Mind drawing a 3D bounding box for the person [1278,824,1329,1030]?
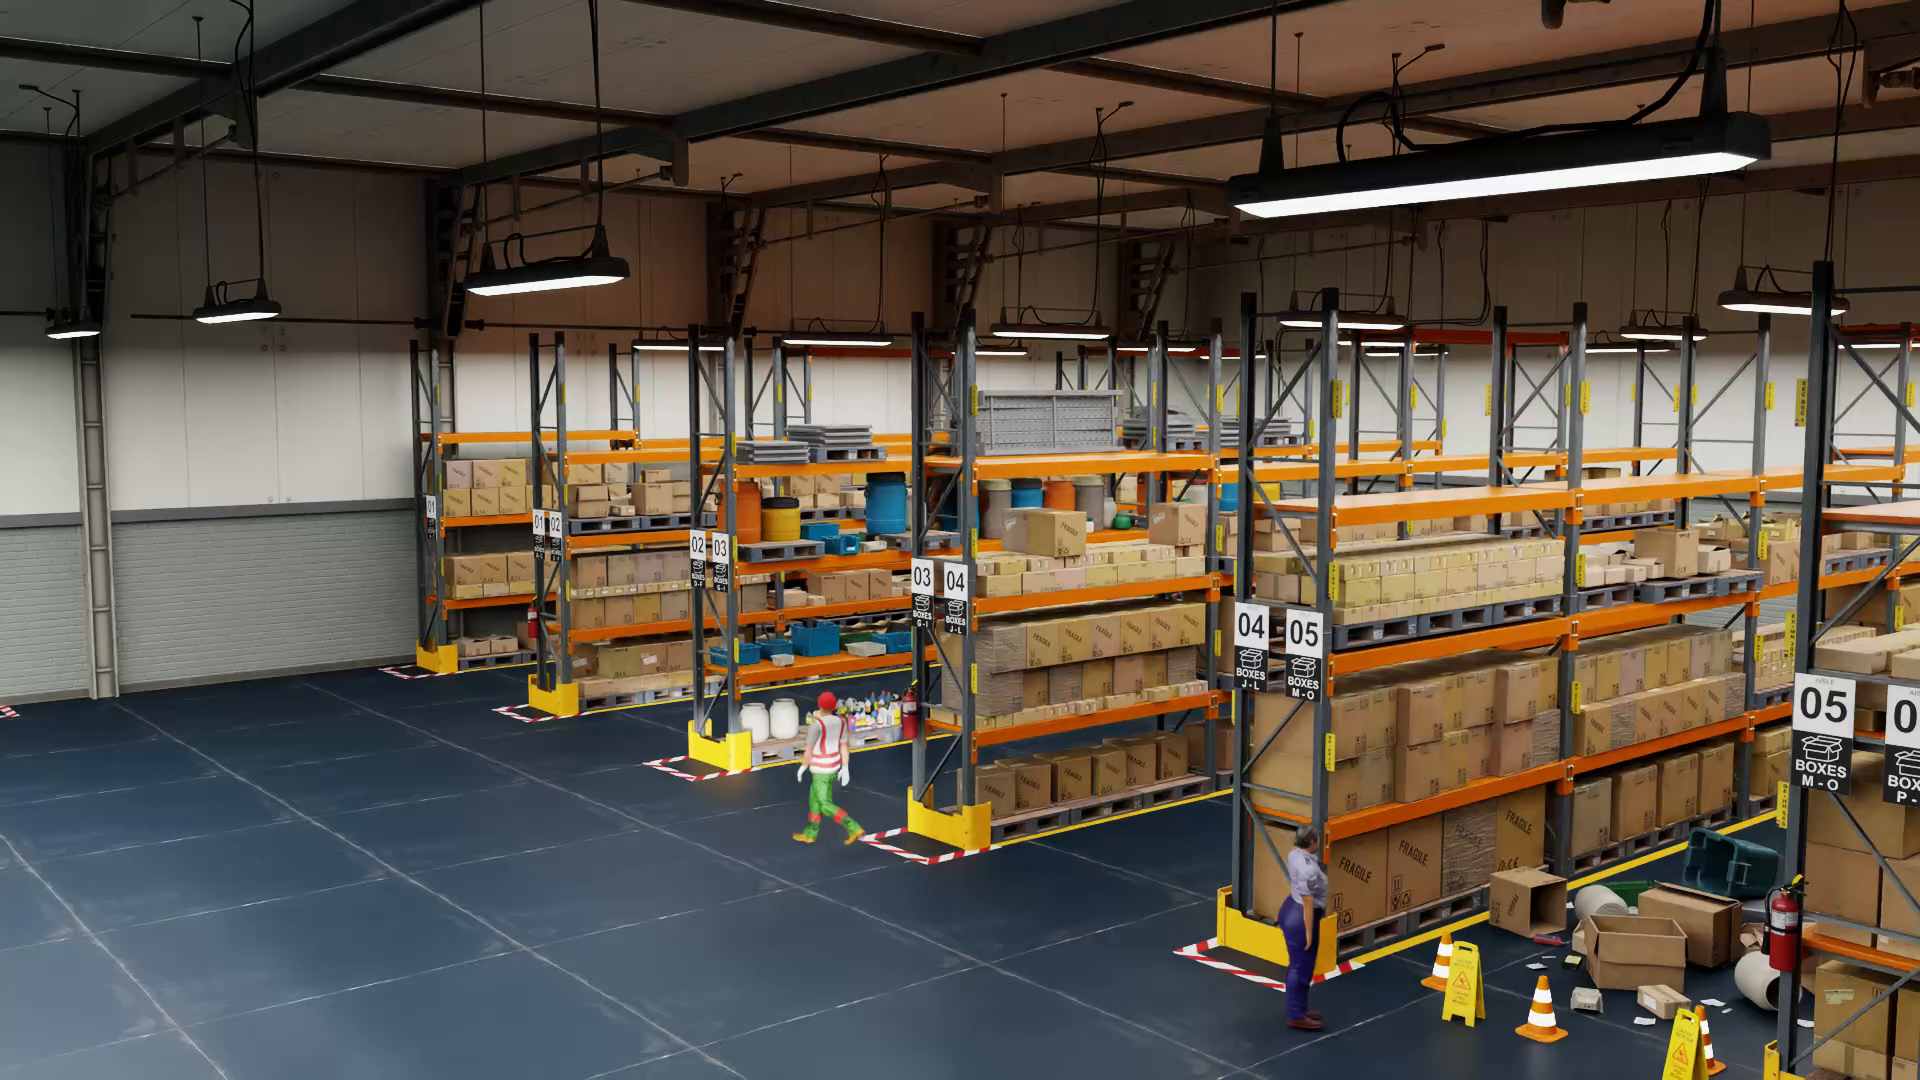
[{"bbox_3d":[2.773,3.097,13.411,0.369,1.658,0.490,0,5,-1],"label":"person"}]

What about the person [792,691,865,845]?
[{"bbox_3d":[-1.497,2.569,18.578,0.963,1.767,0.477,2,6,18],"label":"person"}]
